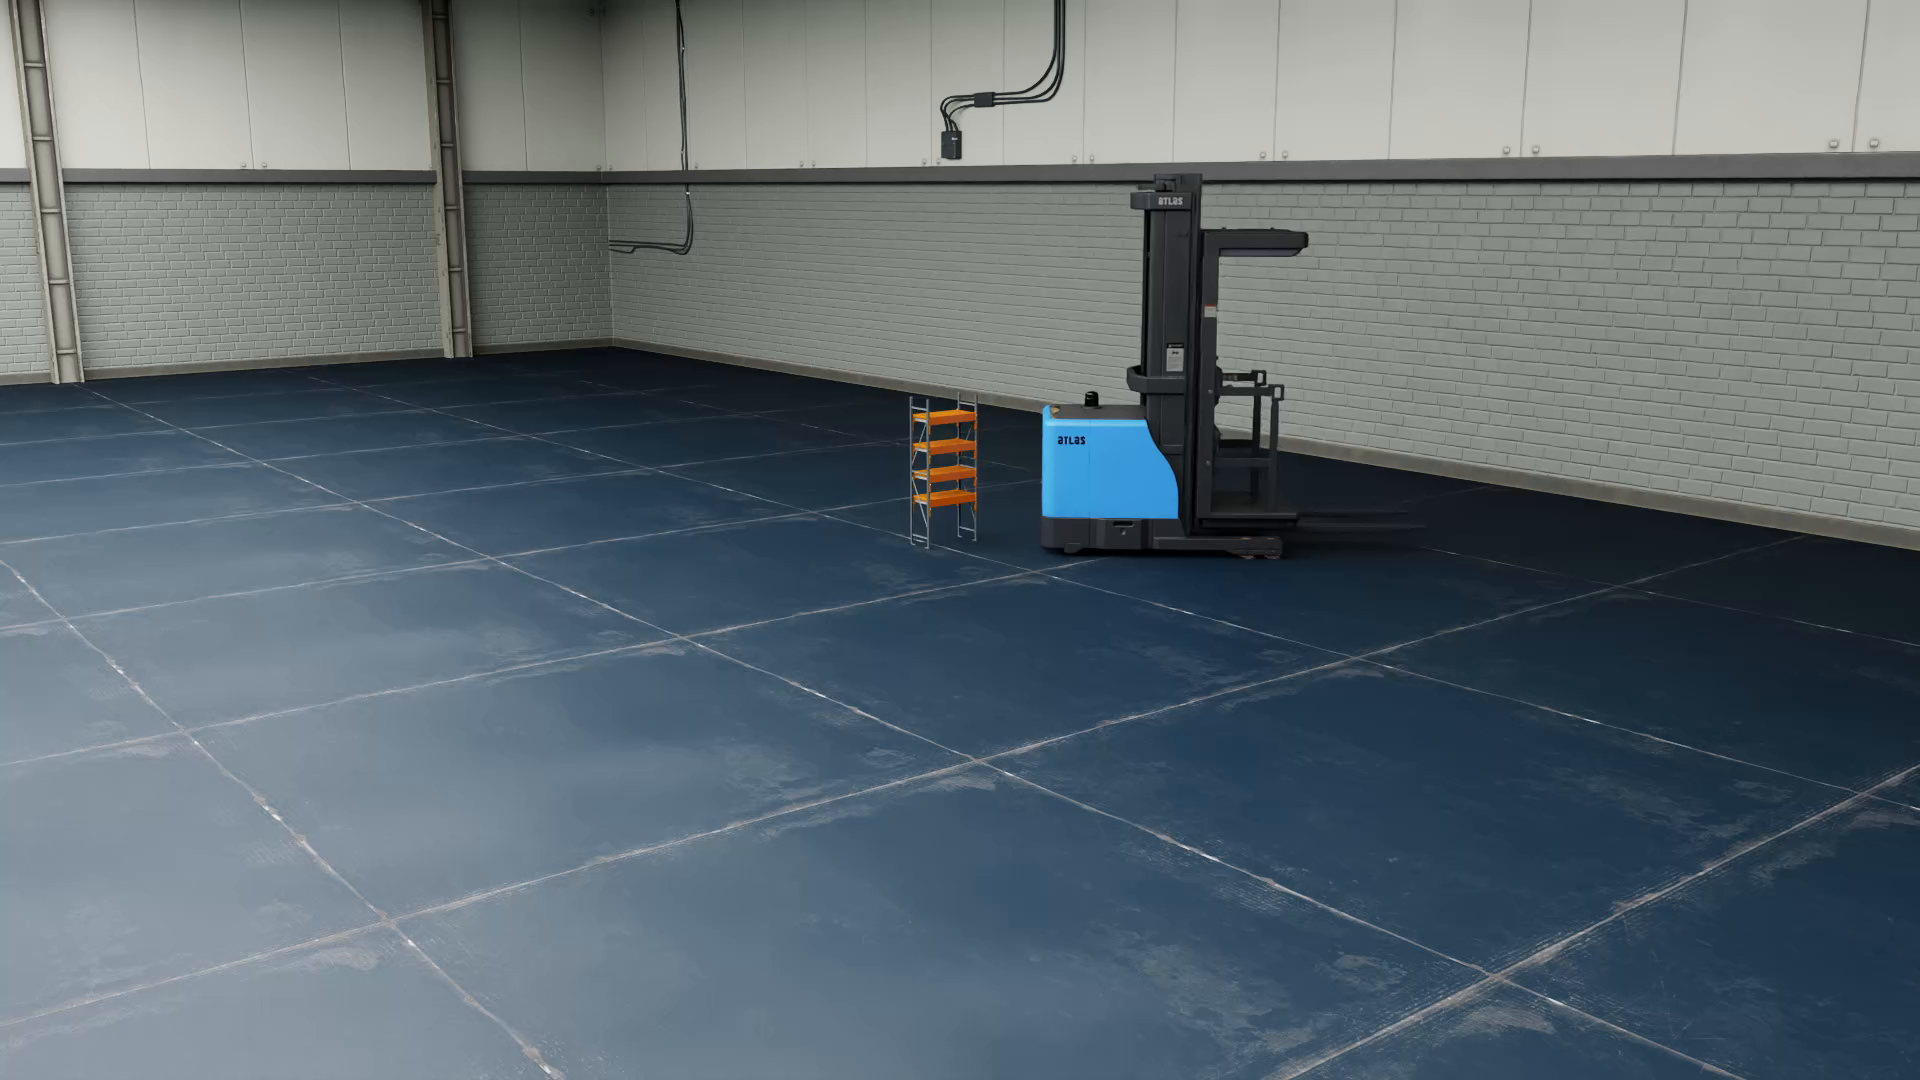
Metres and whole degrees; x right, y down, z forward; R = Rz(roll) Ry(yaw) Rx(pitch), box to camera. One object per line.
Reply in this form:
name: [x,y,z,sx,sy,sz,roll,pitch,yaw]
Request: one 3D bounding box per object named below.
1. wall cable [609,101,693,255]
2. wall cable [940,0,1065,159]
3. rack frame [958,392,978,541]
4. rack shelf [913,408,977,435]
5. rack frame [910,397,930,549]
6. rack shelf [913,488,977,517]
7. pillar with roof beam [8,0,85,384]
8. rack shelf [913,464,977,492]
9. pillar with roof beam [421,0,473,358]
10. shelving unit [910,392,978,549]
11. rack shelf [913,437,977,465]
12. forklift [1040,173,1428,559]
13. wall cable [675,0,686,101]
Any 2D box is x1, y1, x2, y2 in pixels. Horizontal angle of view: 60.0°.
wall cable: [-5.420,-6.174,28.515,0.112,2.526,3.097,-9,15,-38]
wall cable: [0.498,-7.814,20.578,0.169,6.003,2.305,-9,15,-38]
rack frame: [0.061,-0.597,13.552,0.015,1.200,0.240,-9,15,-38]
rack shelf: [-0.129,-0.950,13.321,0.480,0.148,0.258,-9,15,-38]
rack frame: [-0.320,-0.534,13.254,0.015,1.200,0.240,-9,15,-38]
rack shelf: [-0.129,-0.305,13.458,0.480,0.148,0.258,-9,15,-38]
pillar with roof beam: [-10.542,-6.048,20.447,0.400,9.000,9.100,-9,15,-38]
rack shelf: [-0.129,-0.500,13.417,0.480,0.148,0.258,-9,15,-38]
pillar with roof beam: [-5.857,-6.827,24.114,0.400,9.000,9.100,-9,15,-38]
shelving unit: [-0.129,-0.565,13.403,0.503,1.200,0.258,-9,15,-38]
rack shelf: [-0.129,-0.718,13.371,0.480,0.148,0.258,-9,15,-38]
forklift: [2.166,-1.398,13.155,3.031,2.935,1.130,1,12,2]
wall cable: [-3.730,-8.206,25.924,0.112,2.526,3.097,-9,15,-38]
